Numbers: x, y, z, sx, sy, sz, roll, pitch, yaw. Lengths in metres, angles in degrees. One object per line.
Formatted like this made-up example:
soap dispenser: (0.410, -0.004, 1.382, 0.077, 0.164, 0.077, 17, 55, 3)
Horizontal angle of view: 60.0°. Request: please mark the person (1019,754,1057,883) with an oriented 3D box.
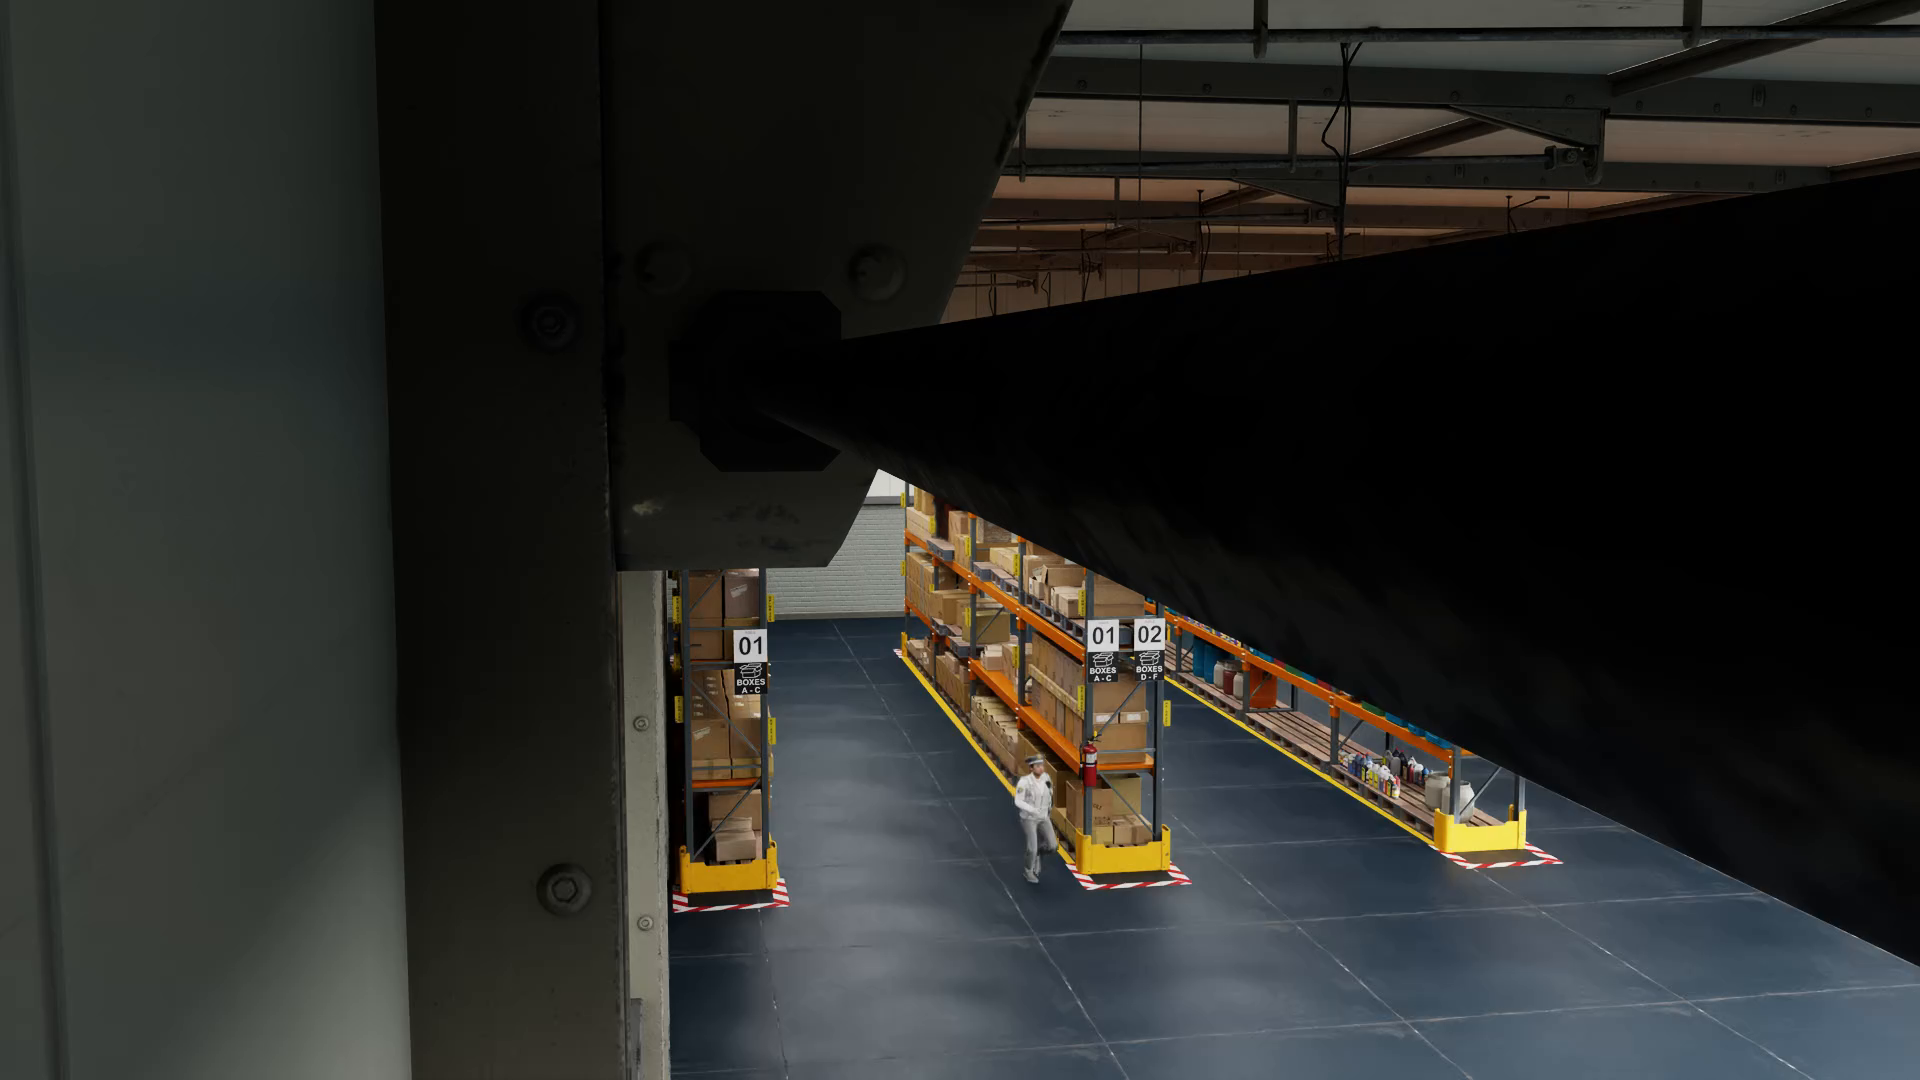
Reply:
person: (0.985, 3.410, 20.395, 0.475, 1.644, 0.590, -3, 7, -28)
